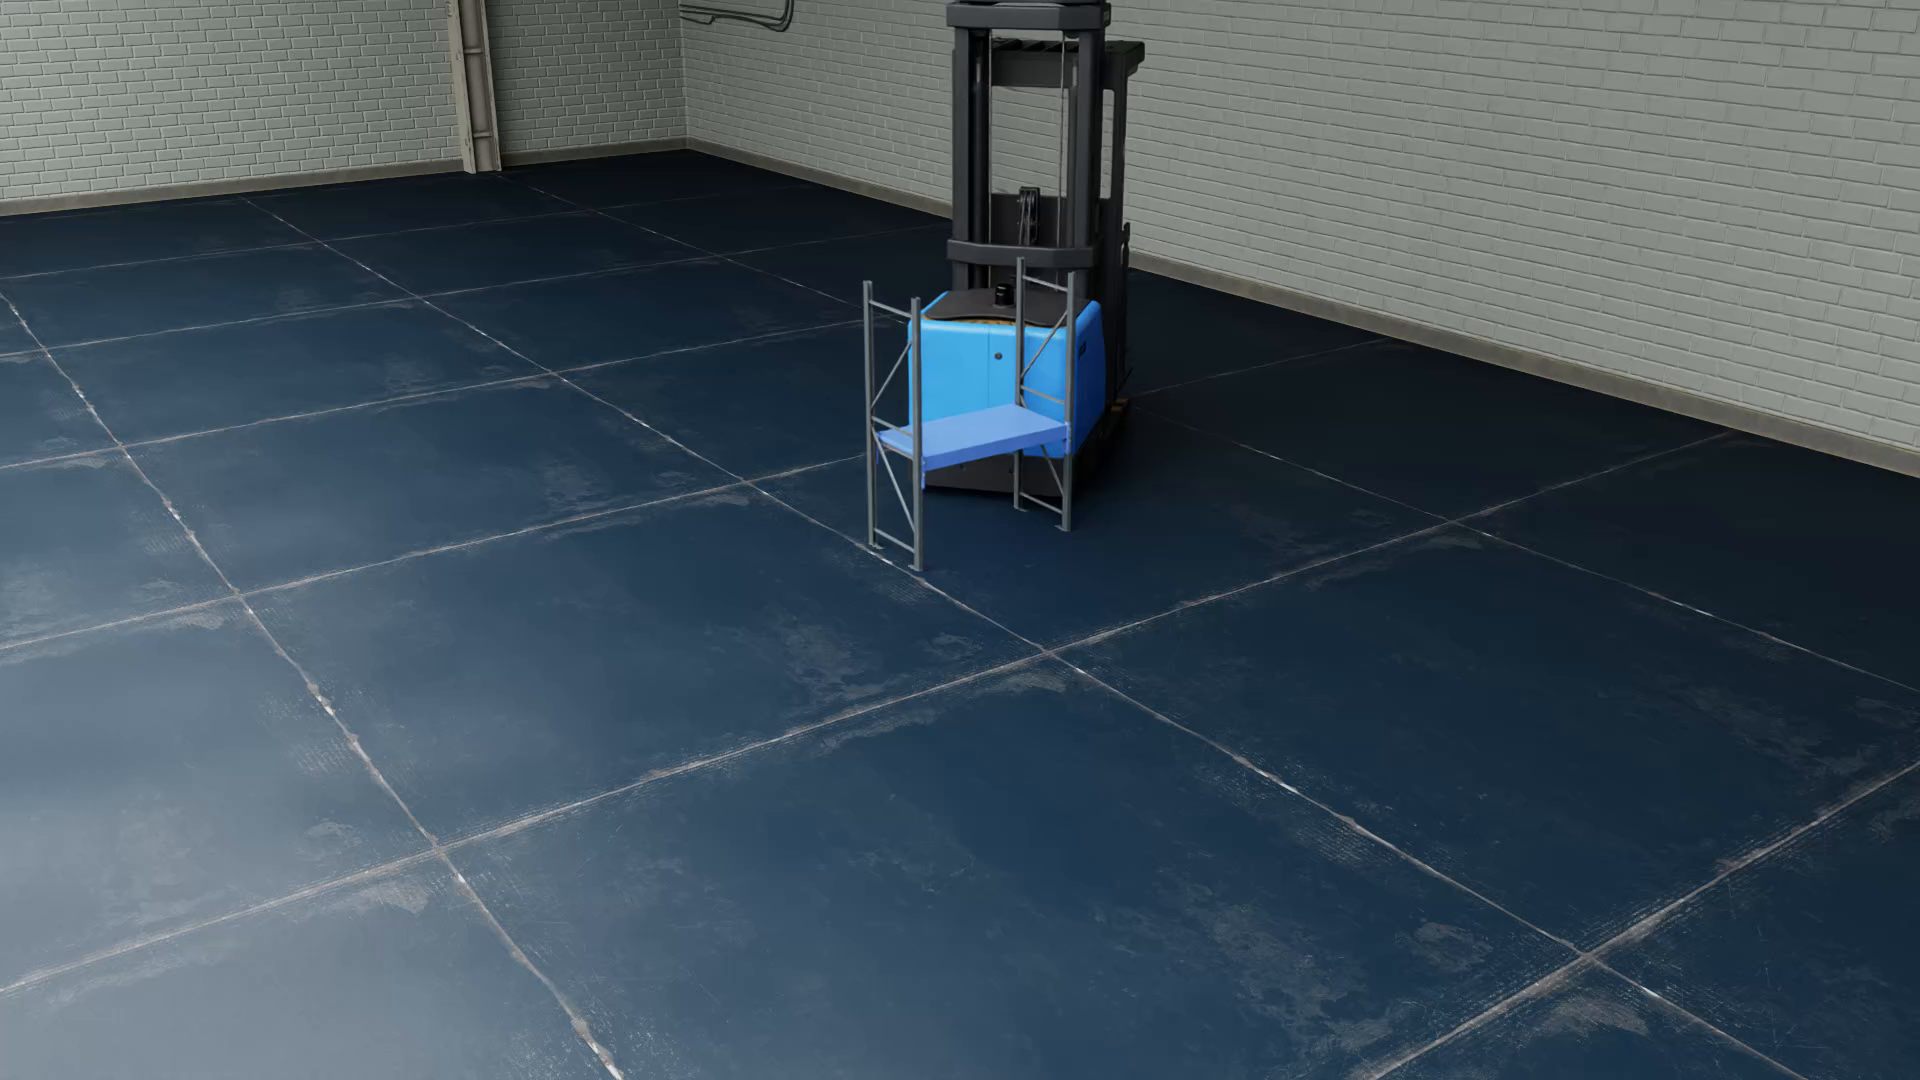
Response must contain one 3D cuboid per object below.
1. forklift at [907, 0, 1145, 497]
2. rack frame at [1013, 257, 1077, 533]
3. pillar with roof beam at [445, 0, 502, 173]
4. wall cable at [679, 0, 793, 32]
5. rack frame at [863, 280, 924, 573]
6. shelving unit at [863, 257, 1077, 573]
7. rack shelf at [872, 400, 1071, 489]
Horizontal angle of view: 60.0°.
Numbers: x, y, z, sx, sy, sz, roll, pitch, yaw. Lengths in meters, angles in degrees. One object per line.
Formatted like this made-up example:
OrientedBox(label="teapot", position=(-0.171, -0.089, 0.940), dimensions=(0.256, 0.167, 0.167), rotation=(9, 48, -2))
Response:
OrientedBox(label="forklift", position=(0.552, -2.130, 10.780), dimensions=(1.130, 2.935, 3.031), rotation=(6, 22, 14))
OrientedBox(label="rack frame", position=(0.475, -0.815, 9.415), dimensions=(0.032, 1.500, 0.500), rotation=(-15, 26, -33))
OrientedBox(label="pillar with roof beam", position=(-3.574, -7.599, 16.298), dimensions=(0.400, 9.000, 9.100), rotation=(-15, 26, -33))
OrientedBox(label="wall cable", position=(-2.924, -7.692, 20.721), dimensions=(0.112, 2.526, 3.097), rotation=(-15, 26, -33))
OrientedBox(label="rack frame", position=(-0.354, -0.597, 8.868), dimensions=(0.032, 1.500, 0.500), rotation=(-15, 26, -33))
OrientedBox(label="shelving unit", position=(0.061, -0.706, 9.141), dimensions=(1.048, 1.500, 0.538), rotation=(-15, 26, -33))
OrientedBox(label="rack shelf", position=(0.061, -0.539, 9.208), dimensions=(1.000, 0.185, 0.538), rotation=(-15, 26, -33))
